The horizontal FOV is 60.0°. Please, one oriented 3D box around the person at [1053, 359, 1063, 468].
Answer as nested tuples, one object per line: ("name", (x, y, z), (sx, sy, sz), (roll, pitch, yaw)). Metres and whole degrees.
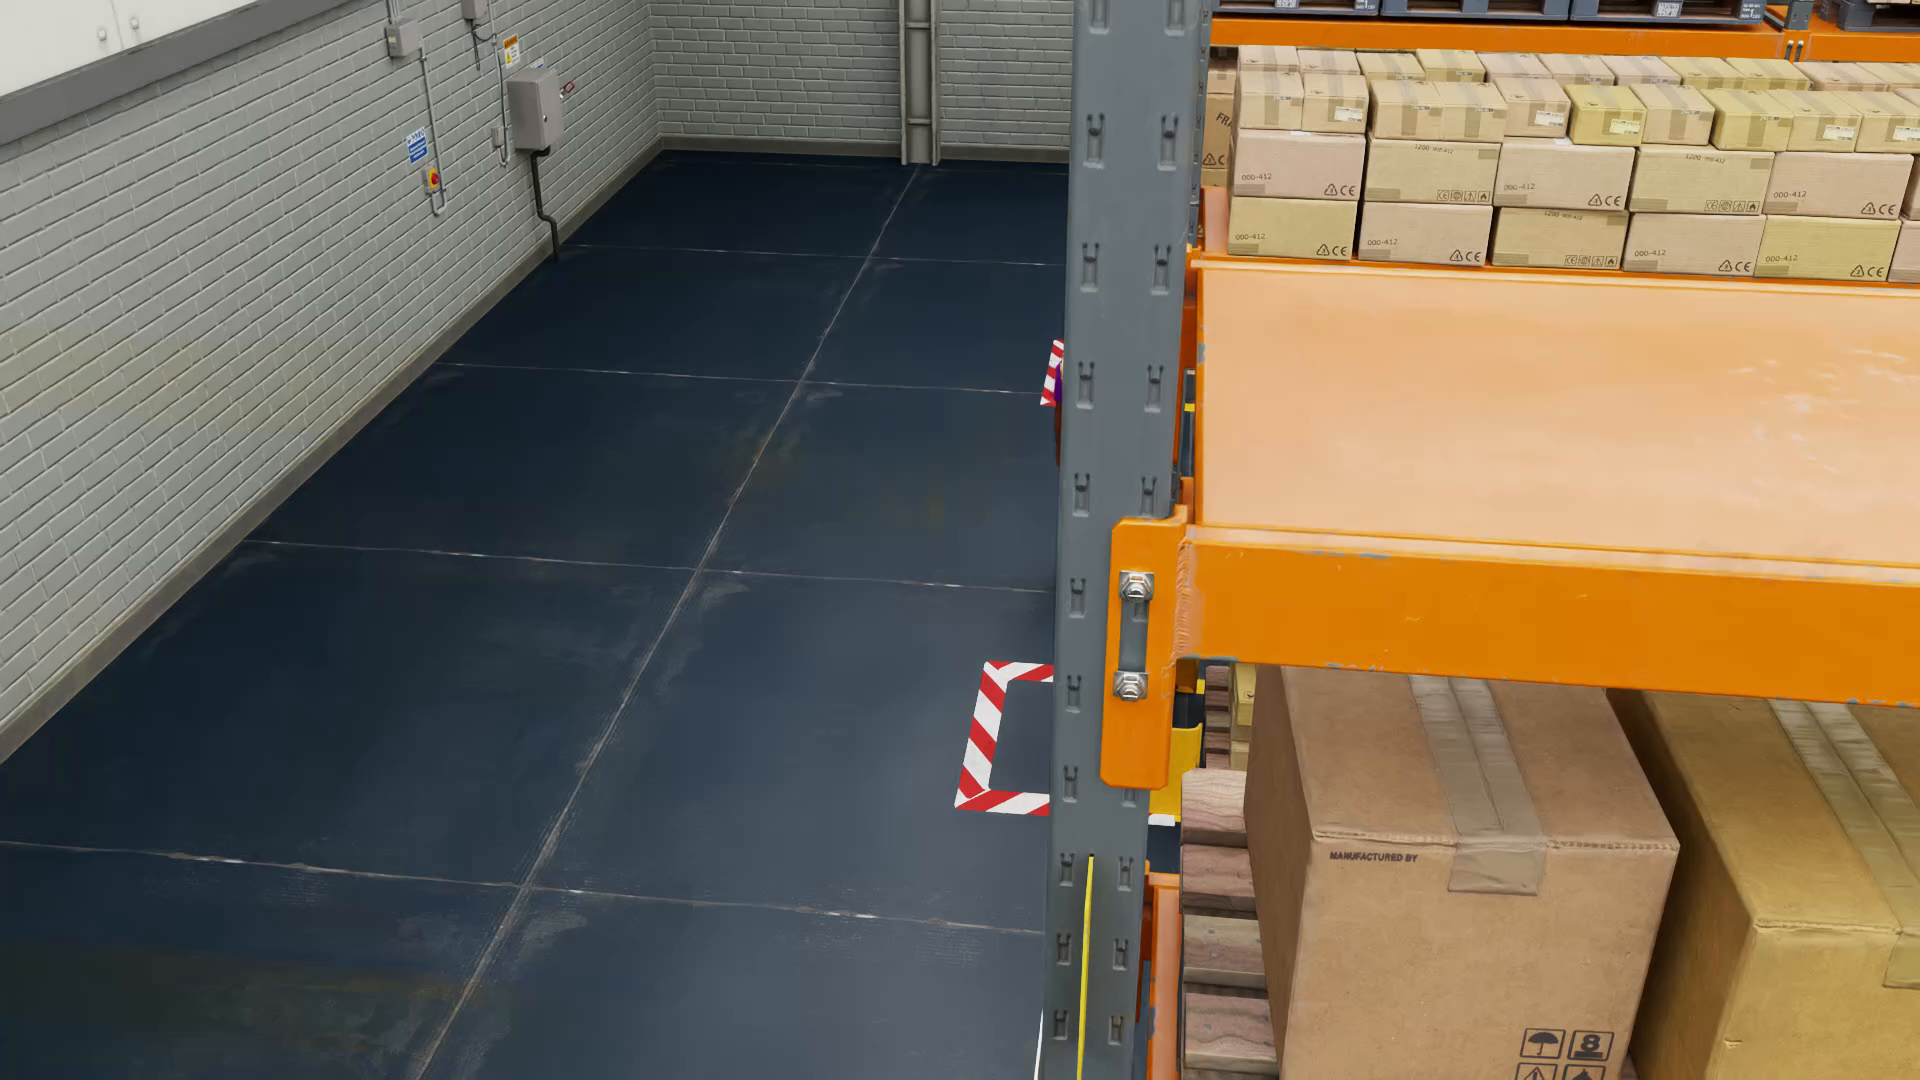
("person", (0.865, -0.574, 9.775), (0.573, 1.763, 0.610), (14, 31, 24))
